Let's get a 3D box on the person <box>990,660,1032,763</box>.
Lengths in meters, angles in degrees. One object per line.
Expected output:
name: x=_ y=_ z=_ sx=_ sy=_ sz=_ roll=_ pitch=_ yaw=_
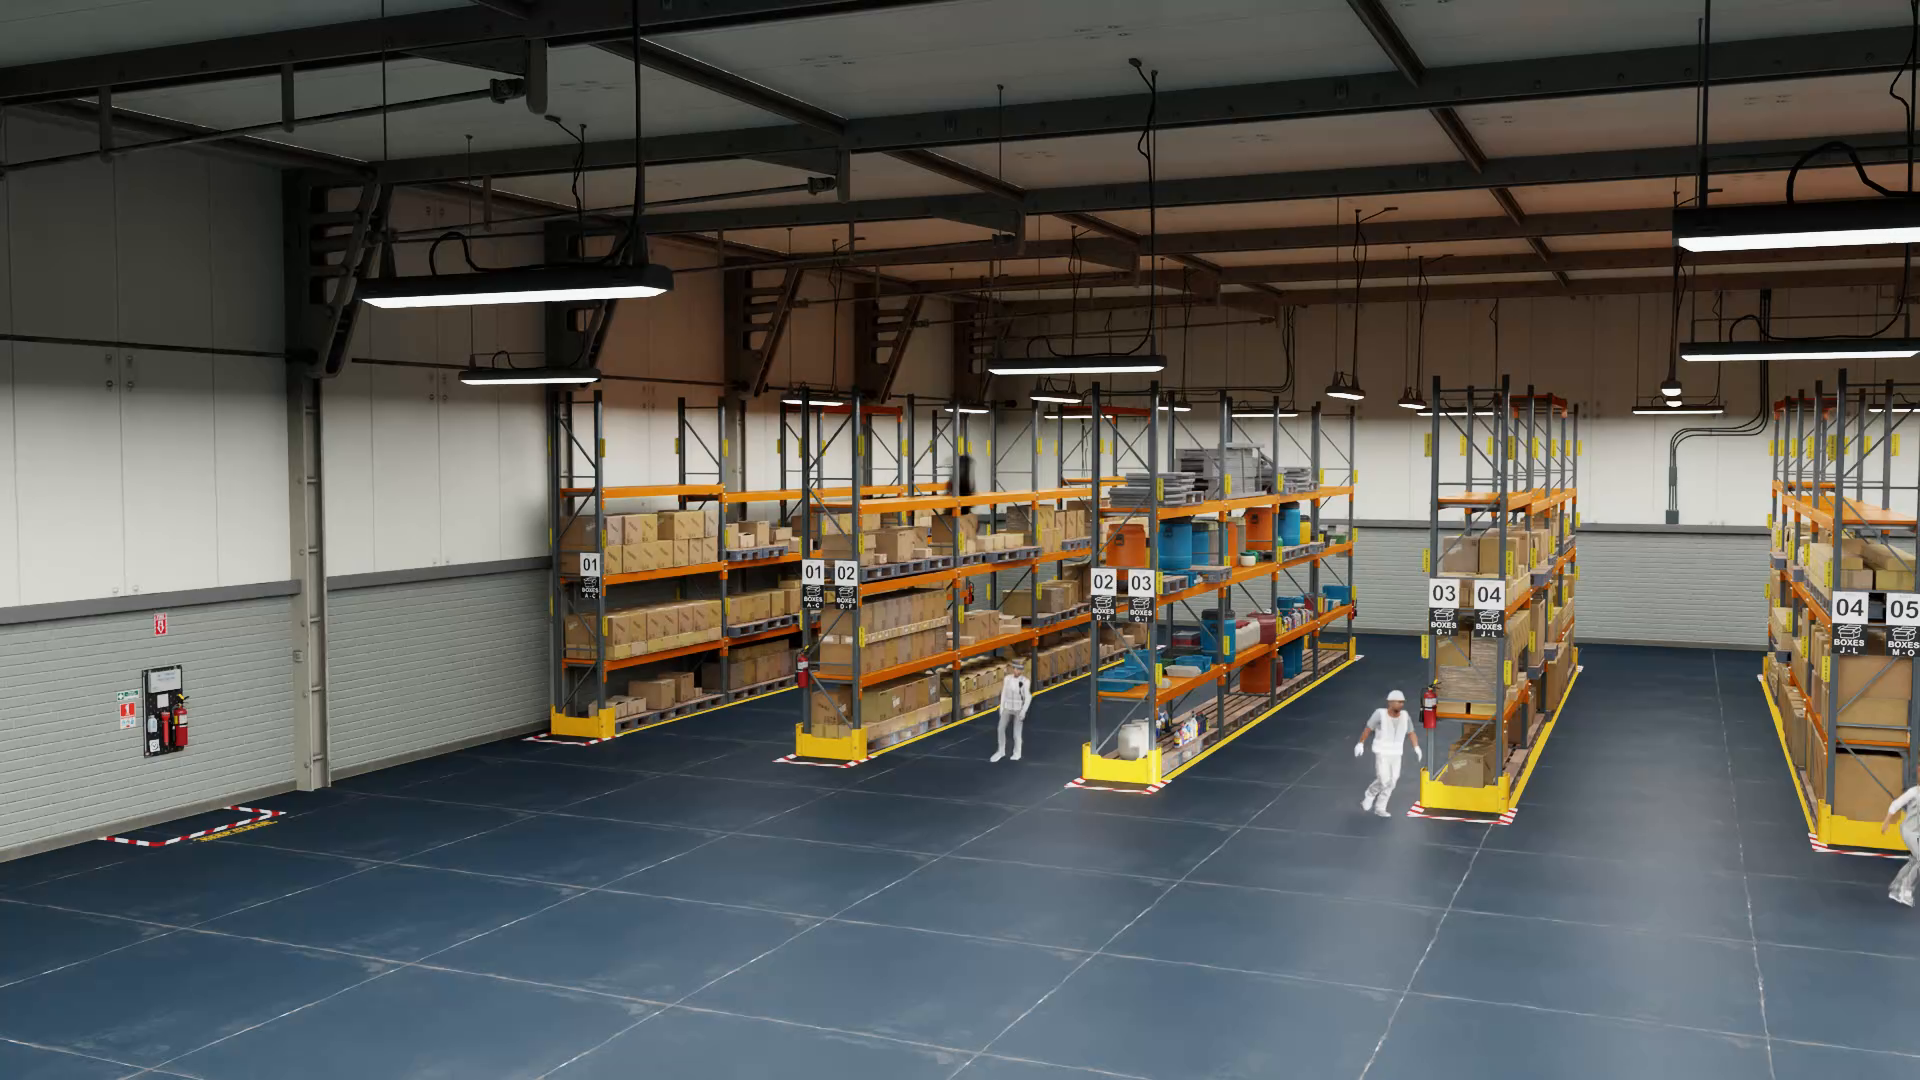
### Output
person: x=0.828 y=2.711 z=26.422 sx=0.669 sy=1.638 sz=0.583 roll=1 pitch=3 yaw=15

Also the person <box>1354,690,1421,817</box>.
person: x=5.802 y=2.889 z=22.462 sx=0.696 sy=1.746 sz=0.749 roll=-1 pitch=3 yaw=-16

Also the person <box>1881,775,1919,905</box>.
person: x=10.439 y=3.275 z=18.027 sx=0.504 sy=1.433 sz=0.779 roll=-1 pitch=3 yaw=-15
